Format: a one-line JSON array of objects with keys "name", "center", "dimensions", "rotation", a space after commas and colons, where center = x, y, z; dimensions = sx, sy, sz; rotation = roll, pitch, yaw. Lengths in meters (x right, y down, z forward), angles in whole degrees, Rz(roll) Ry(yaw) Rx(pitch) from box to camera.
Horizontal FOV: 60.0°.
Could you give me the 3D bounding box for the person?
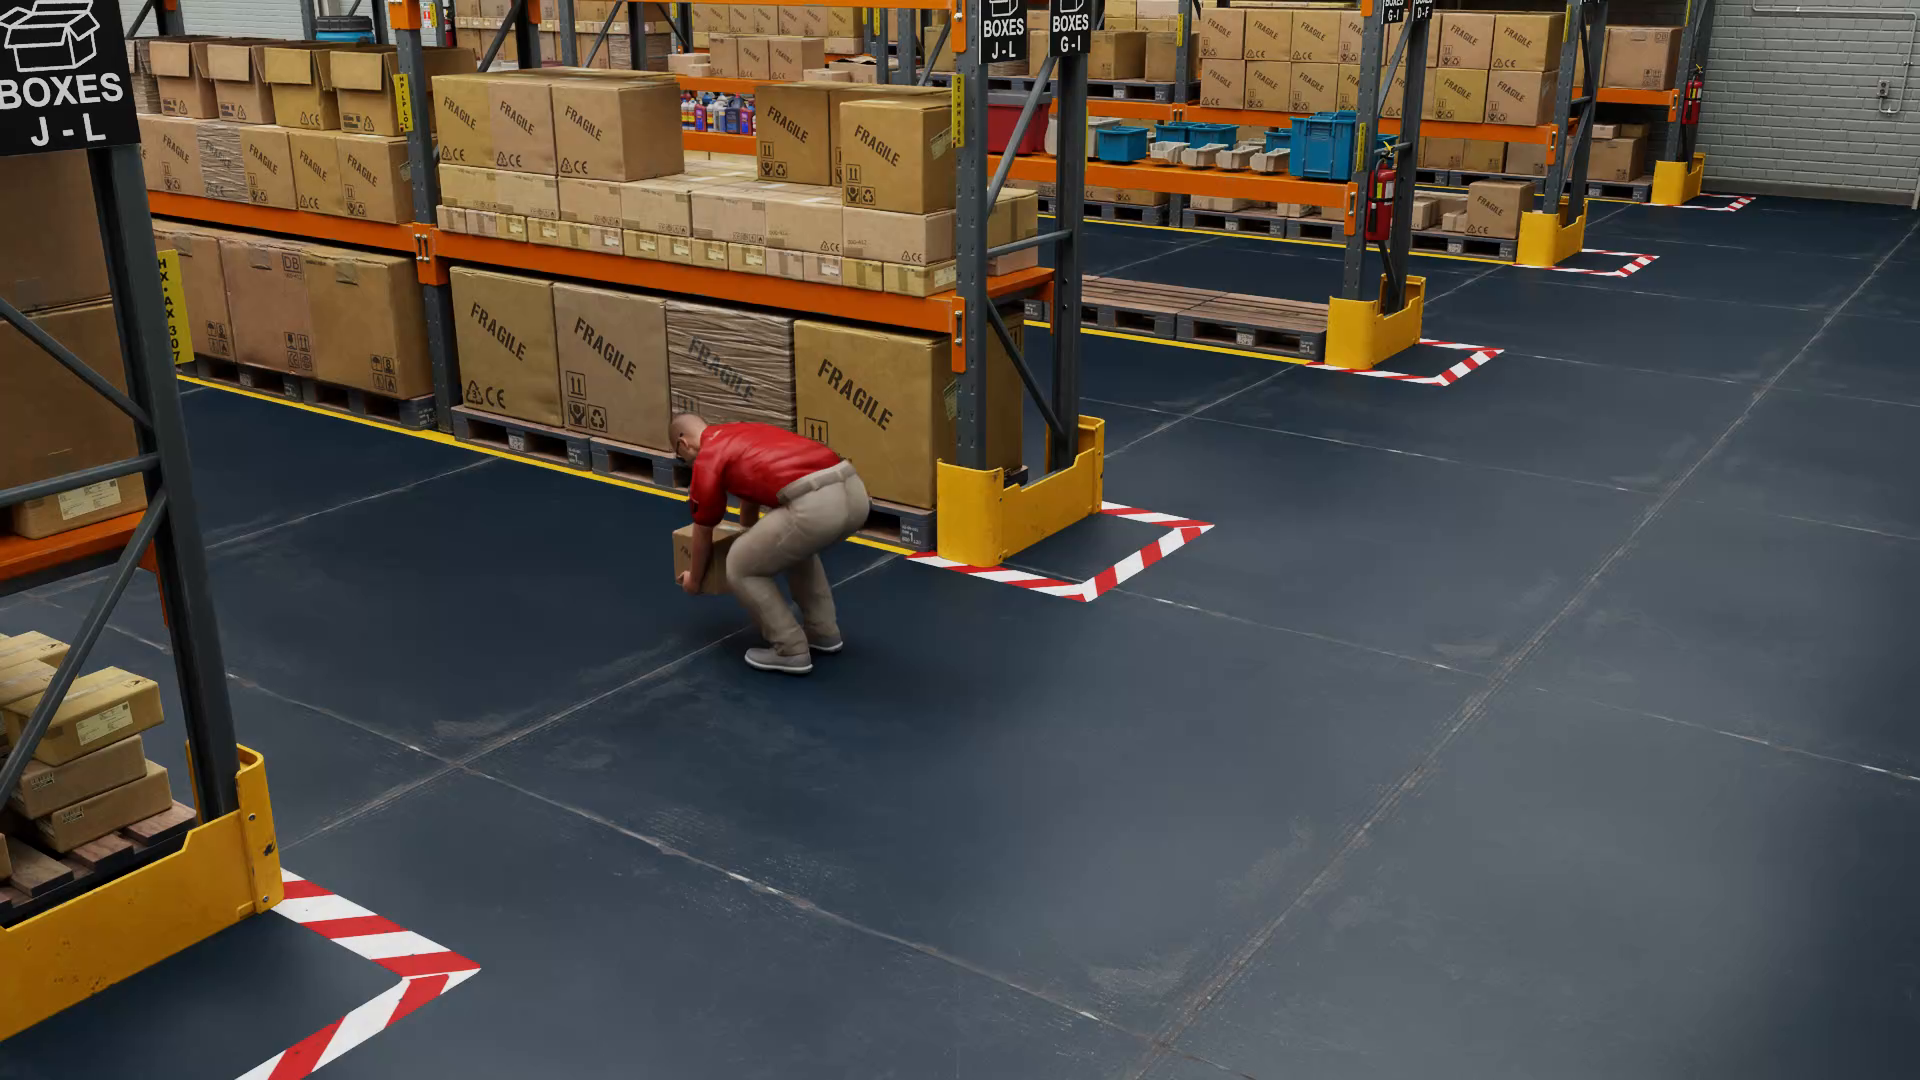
[{"name": "person", "center": [-0.842, 0.001, 7.149], "dimensions": [0.943, 1.020, 0.531], "rotation": [12, 23, 29]}]
